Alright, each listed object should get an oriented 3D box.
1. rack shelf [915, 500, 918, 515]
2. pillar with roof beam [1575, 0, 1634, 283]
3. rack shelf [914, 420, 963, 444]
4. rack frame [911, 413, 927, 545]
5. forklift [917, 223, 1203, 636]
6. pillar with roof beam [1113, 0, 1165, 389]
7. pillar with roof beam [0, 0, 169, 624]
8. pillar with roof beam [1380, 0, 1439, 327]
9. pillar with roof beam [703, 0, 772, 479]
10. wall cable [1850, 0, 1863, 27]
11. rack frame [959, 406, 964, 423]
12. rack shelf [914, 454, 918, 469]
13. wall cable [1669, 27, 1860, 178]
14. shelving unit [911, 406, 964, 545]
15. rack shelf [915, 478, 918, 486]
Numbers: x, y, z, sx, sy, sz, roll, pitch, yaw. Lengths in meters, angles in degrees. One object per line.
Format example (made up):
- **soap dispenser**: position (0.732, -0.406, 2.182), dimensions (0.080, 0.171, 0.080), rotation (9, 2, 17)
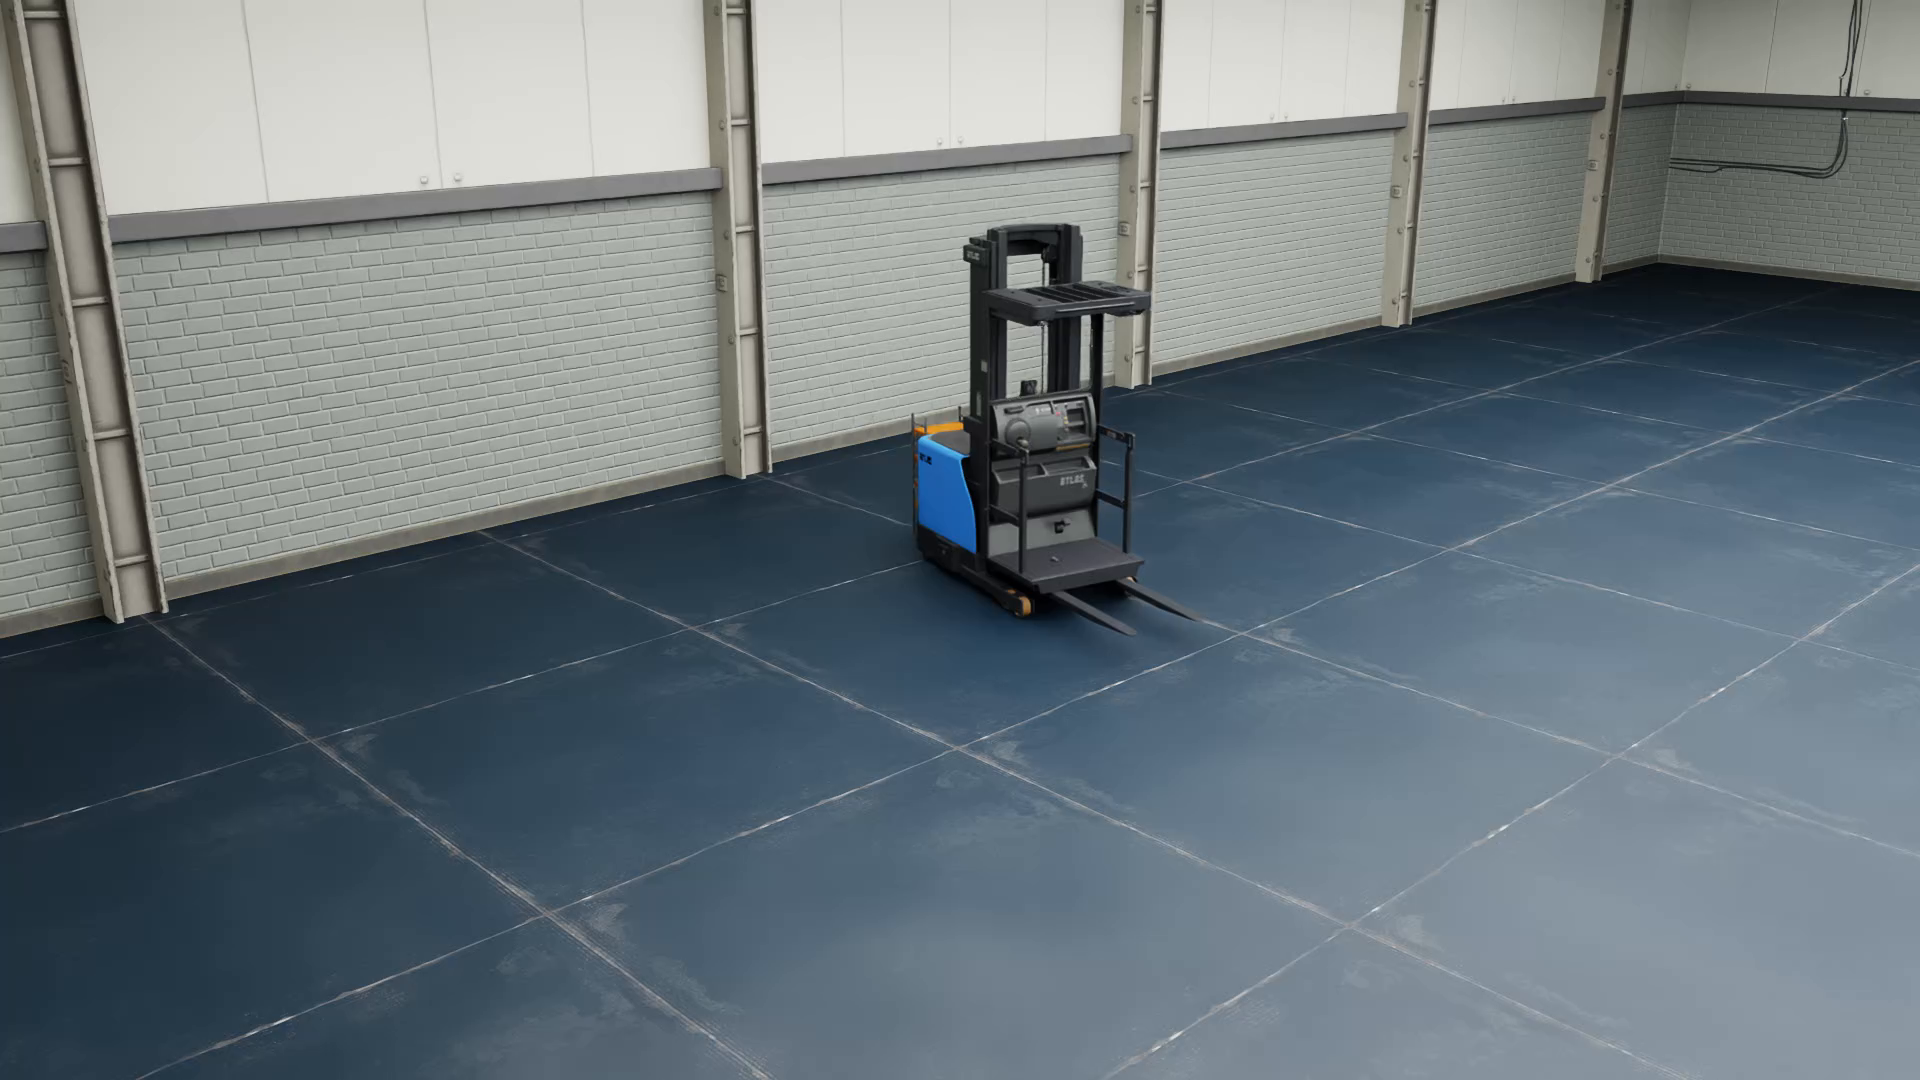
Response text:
- **rack shelf**: position (-0.148, -0.297, 14.816), dimensions (0.480, 0.148, 0.258), rotation (-11, 21, -30)
- **pillar with roof beam**: position (13.857, -7.824, 24.527), dimensions (0.400, 9.000, 9.100), rotation (-16, 24, -41)
- **rack shelf**: position (-0.148, -0.923, 14.613), dimensions (0.480, 0.148, 0.258), rotation (-11, 21, -30)
- **rack frame**: position (-0.355, -0.509, 14.610), dimensions (0.015, 1.200, 0.240), rotation (-11, 21, -30)
- **forklift**: position (0.787, -0.945, 13.147), dimensions (1.130, 2.935, 3.031), rotation (-10, 20, -28)
- **pillar with roof beam**: position (5.137, -5.282, 16.684), dimensions (0.400, 9.000, 9.100), rotation (-16, 24, -41)
- **pillar with roof beam**: position (-3.582, -2.739, 8.842), dimensions (0.400, 9.000, 9.100), rotation (-16, 24, -41)
- **pillar with roof beam**: position (9.497, -6.553, 20.606), dimensions (0.400, 9.000, 9.100), rotation (-16, 24, -41)
- **pillar with roof beam**: position (0.778, -4.010, 12.763), dimensions (0.400, 9.000, 9.100), rotation (-16, 24, -41)
- **wall cable**: position (15.807, -9.436, 26.344), dimensions (0.112, 2.526, 3.097), rotation (-16, 24, -41)
- **rack frame**: position (0.058, -0.590, 14.858), dimensions (0.015, 1.200, 0.240), rotation (-11, 21, -30)
- **rack shelf**: position (-0.148, -0.698, 14.686), dimensions (0.480, 0.148, 0.258), rotation (-11, 21, -30)
- **wall cable**: position (13.948, -7.640, 28.993), dimensions (0.112, 2.526, 3.097), rotation (-16, 24, -41)
- **shelving unit**: position (-0.148, -0.549, 14.734), dimensions (0.503, 1.200, 0.258), rotation (-11, 21, -30)
- **rack shelf**: position (-0.148, -0.485, 14.755), dimensions (0.480, 0.148, 0.258), rotation (-11, 21, -30)
